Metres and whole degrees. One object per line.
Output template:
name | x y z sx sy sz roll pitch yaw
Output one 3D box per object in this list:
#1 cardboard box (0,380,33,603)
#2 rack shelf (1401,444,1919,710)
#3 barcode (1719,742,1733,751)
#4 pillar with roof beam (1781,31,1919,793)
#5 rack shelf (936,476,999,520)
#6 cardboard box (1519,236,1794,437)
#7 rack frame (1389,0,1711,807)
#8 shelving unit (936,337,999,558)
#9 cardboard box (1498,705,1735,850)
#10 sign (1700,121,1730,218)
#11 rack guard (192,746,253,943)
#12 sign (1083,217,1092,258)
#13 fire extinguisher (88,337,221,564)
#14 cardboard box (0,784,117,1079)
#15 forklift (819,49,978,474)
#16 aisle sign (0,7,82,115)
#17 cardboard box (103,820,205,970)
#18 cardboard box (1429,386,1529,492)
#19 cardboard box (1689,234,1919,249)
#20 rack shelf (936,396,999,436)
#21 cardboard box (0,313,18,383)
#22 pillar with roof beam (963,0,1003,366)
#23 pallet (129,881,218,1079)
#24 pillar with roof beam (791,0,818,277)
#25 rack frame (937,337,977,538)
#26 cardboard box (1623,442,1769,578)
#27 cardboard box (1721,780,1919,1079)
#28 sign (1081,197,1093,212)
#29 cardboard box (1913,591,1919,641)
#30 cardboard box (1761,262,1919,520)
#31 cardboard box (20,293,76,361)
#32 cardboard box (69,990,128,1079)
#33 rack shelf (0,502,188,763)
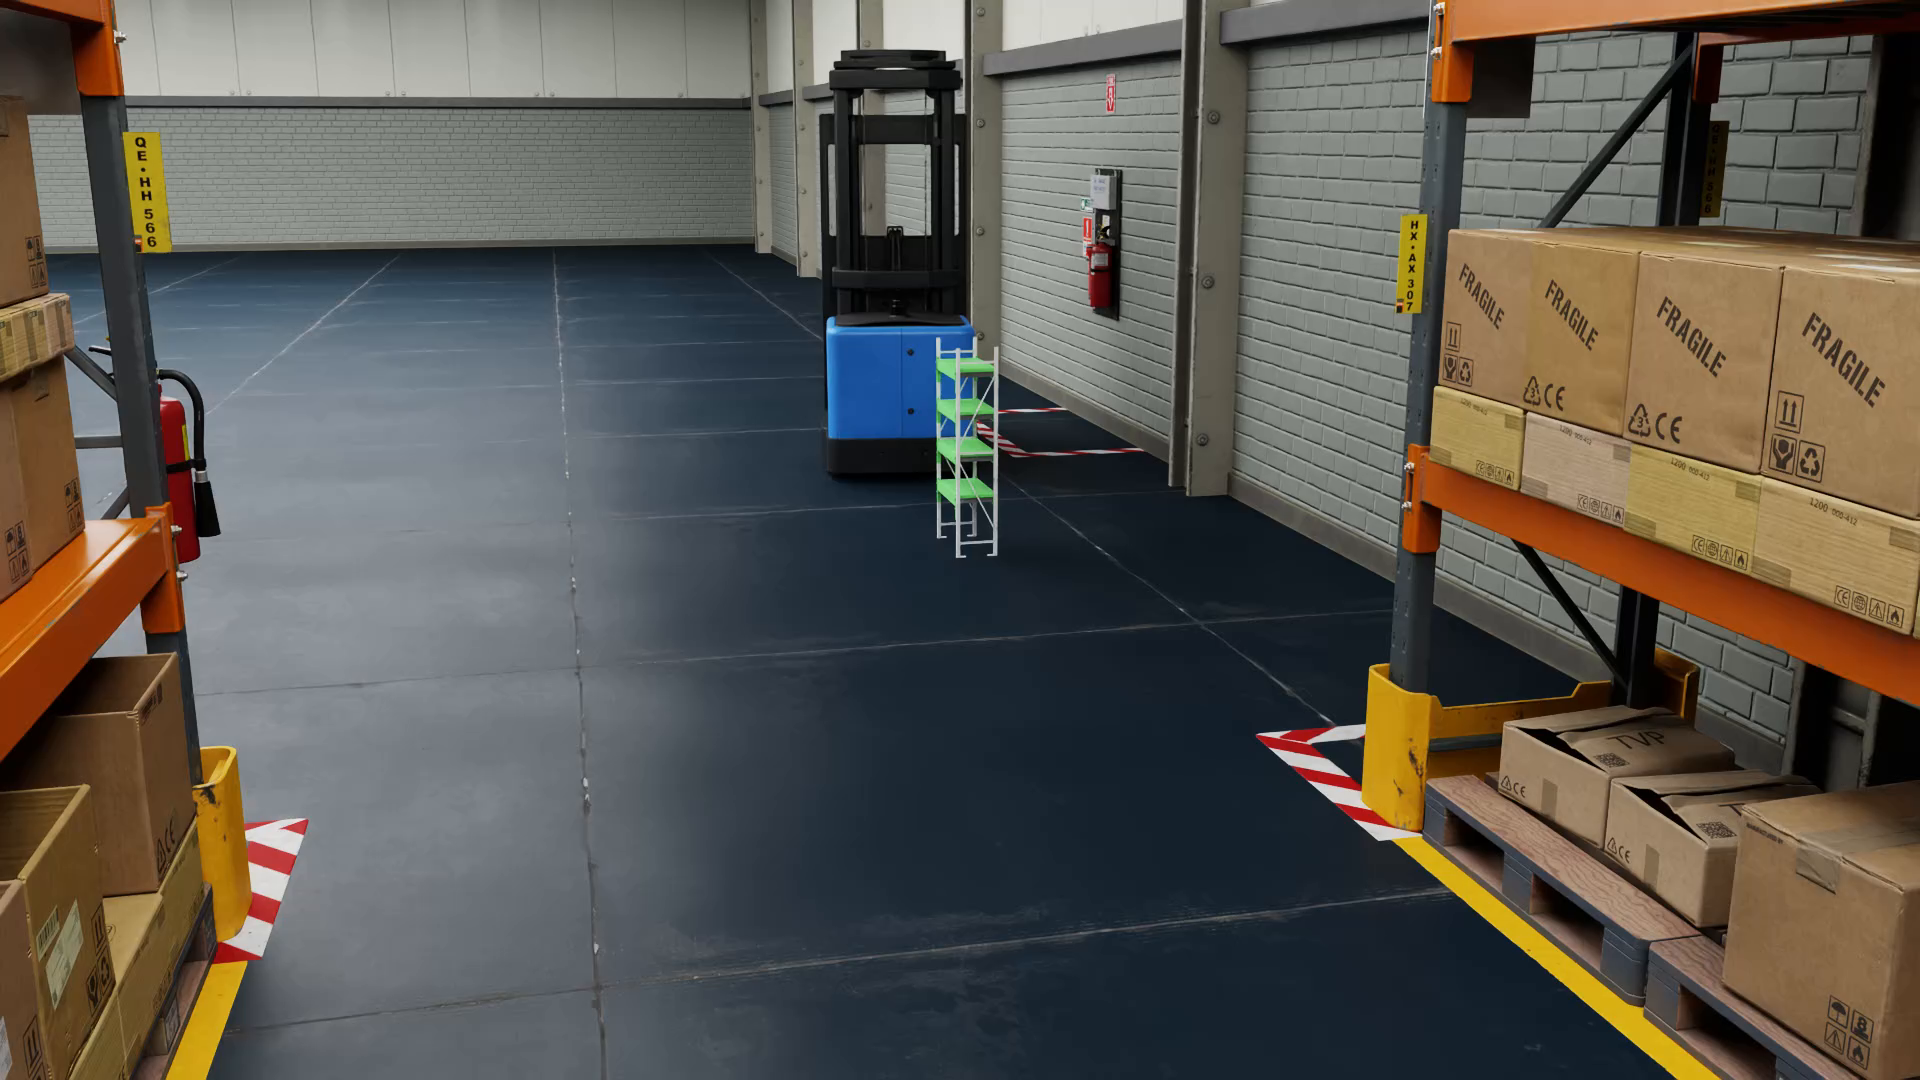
cardboard box | -2.551 -0.073 3.696 0.700 0.500 0.500 -3 14 -12
rack shelf | 2.507 0.280 3.976 1.077 0.370 4.000 -3 14 -13
barcode | 2.506 0.704 5.446 0.001 0.075 0.075 -3 14 -13
pillar with roof beam | -1.142 -3.092 3.622 9.100 9.000 0.400 -3 14 -13
rack shelf | 0.039 -0.249 9.700 0.258 0.148 0.480 -3 14 -13
cardboard box | 1.964 -0.591 4.718 0.500 0.500 0.500 -3 14 -13
rack frame | 2.038 -0.531 5.780 1.000 3.000 0.127 -3 14 -13
shelving unit | 0.039 -0.545 9.628 0.258 1.200 0.503 -3 14 -13
cardboard box | 2.113 0.726 5.373 0.500 0.311 0.500 -5 15 -20
sign | 2.582 -1.273 5.712 0.100 0.325 0.005 -3 14 -13
rack guard | -2.782 0.955 4.965 1.175 0.500 0.348 -3 14 -13
sign | 1.061 -2.525 13.865 0.001 0.329 0.234 -3 14 -13
fire extinguisher | -2.353 -0.269 4.873 0.296 0.674 0.183 -3 14 -13
cardboard box | -2.112 0.851 3.454 0.500 0.500 0.500 -3 14 -13
forklift | -0.512 -2.181 12.677 1.130 2.935 3.031 -1 14 -4
aisle sign | -2.506 -1.548 4.466 0.394 0.787 0.004 -3 14 -13
cardboard box | -2.363 0.985 4.483 0.500 0.250 0.500 -3 14 -13
cardboard box | 1.844 -0.337 5.262 0.500 0.250 0.500 -4 14 -15
cardboard box | 2.464 -0.618 4.832 0.500 0.500 0.500 -3 14 -12
rack shelf | 0.039 -0.716 9.587 0.258 0.148 0.480 -3 14 -13
cardboard box | -2.379 -0.421 3.751 0.380 0.149 0.250 -3 14 -14
pillar with roof beam | -3.960 -5.860 14.953 9.100 9.000 0.400 -3 14 -13
pallet | -2.556 1.275 4.264 1.003 0.211 1.213 -3 14 -13
pillar with roof beam | -6.778 -8.629 26.284 9.100 9.000 0.400 -3 14 -13
rack frame | -0.018 -0.601 9.859 0.240 1.200 0.015 -3 14 -13
cardboard box | 2.093 -0.101 4.292 0.500 0.250 0.500 -4 14 -14
cardboard box | 2.370 0.938 4.108 0.700 0.500 0.500 -4 14 -17
sign | 1.053 -2.780 13.796 0.001 0.109 0.331 -3 14 -13
cardboard box | 2.329 0.132 3.340 0.500 0.250 0.500 -3 14 -13
cardboard box | 2.212 -0.353 3.744 0.500 0.500 0.500 -3 14 -11
cardboard box | -2.502 -0.540 4.240 0.380 0.149 0.250 -4 14 -14
cardboard box | -2.115 1.215 3.542 0.500 0.250 0.500 -3 14 -13
rack shelf | -2.307 0.557 2.843 1.077 0.370 4.000 -3 14 -13
